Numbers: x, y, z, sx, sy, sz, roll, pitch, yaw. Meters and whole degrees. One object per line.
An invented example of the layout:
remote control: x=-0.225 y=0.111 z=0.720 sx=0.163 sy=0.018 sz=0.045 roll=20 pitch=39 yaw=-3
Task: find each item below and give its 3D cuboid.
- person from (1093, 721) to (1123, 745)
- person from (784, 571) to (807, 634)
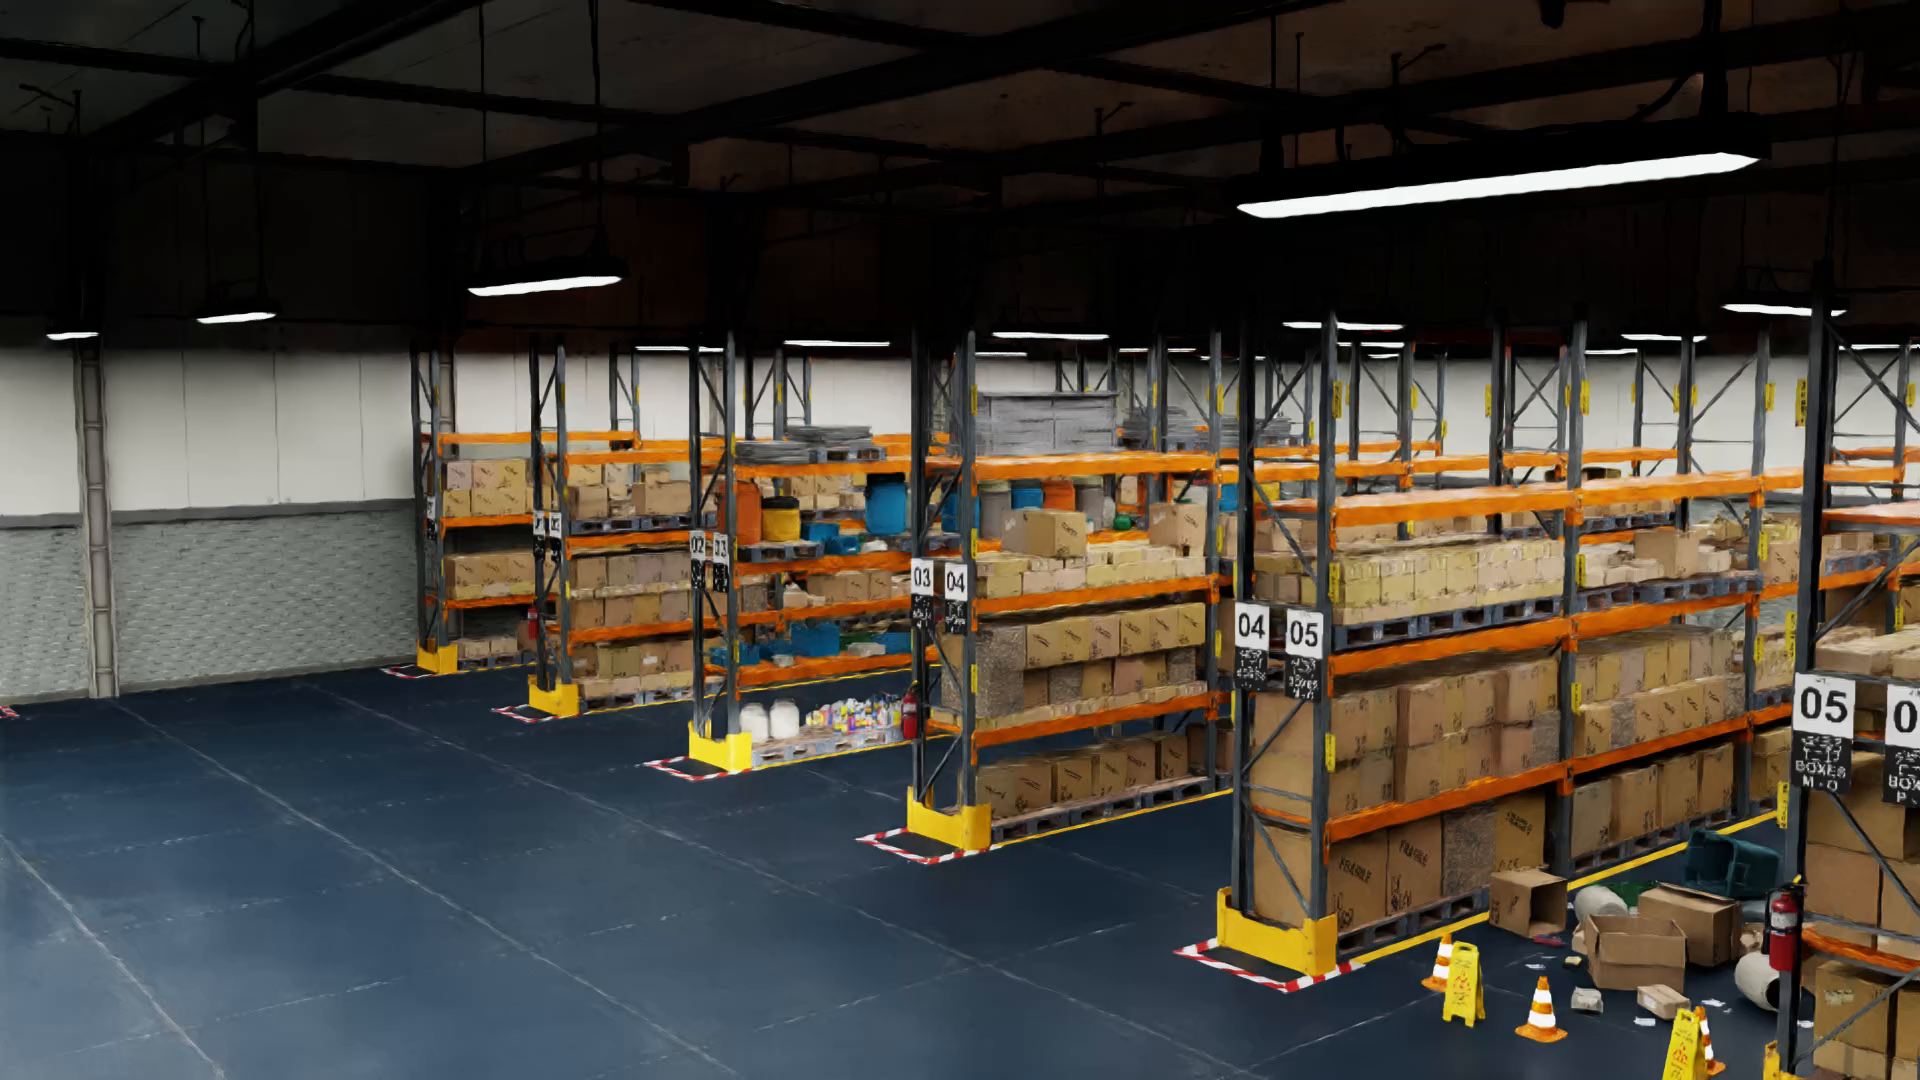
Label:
person: x=2.043 y=2.264 z=22.671 sx=0.511 sy=1.632 sz=0.639 roll=-4 pitch=7 yaw=-40
person: x=-3.252 y=1.373 z=32.246 sx=1.019 sy=1.612 sz=0.453 roll=-5 pitch=7 yaw=-41
